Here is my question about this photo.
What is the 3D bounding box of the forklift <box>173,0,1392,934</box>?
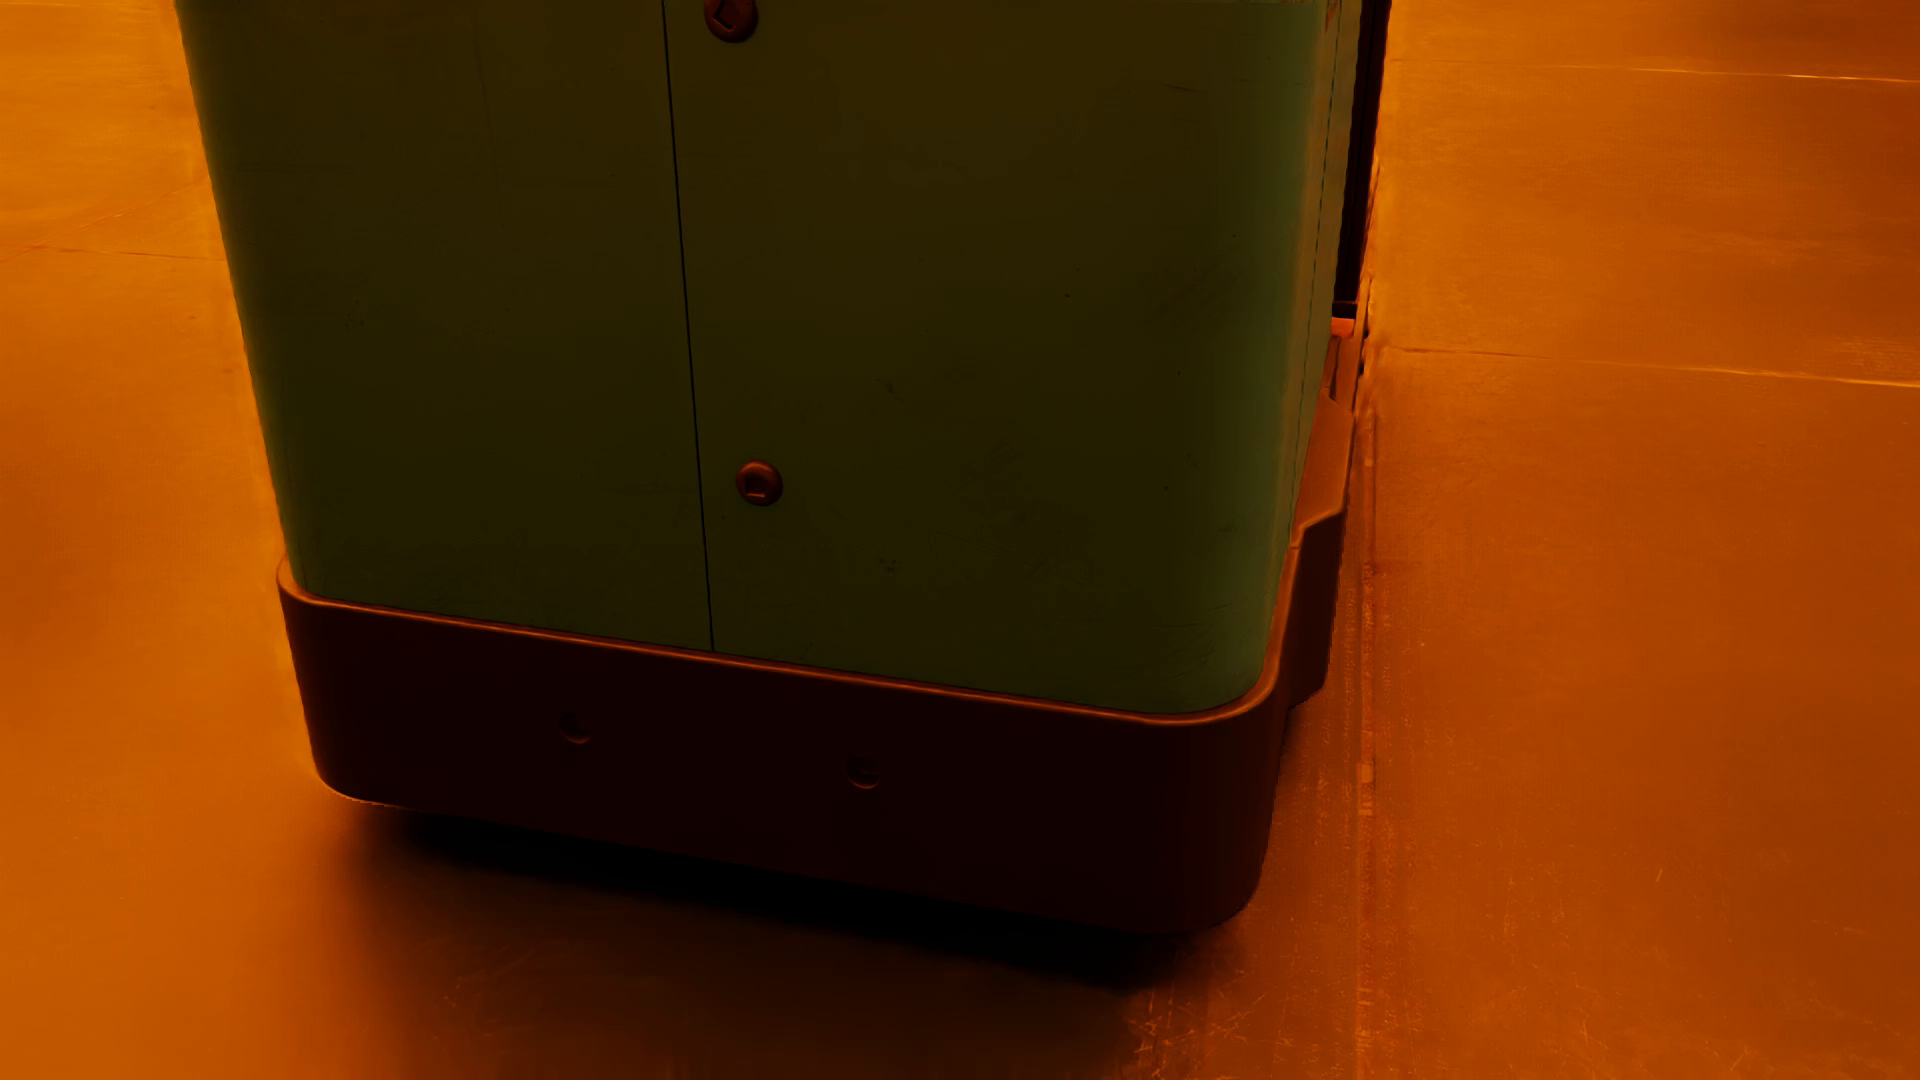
[{"bbox_3d":[0.151,-1.576,2.369,1.130,2.935,3.031,7,28,13],"label":"forklift"}]
